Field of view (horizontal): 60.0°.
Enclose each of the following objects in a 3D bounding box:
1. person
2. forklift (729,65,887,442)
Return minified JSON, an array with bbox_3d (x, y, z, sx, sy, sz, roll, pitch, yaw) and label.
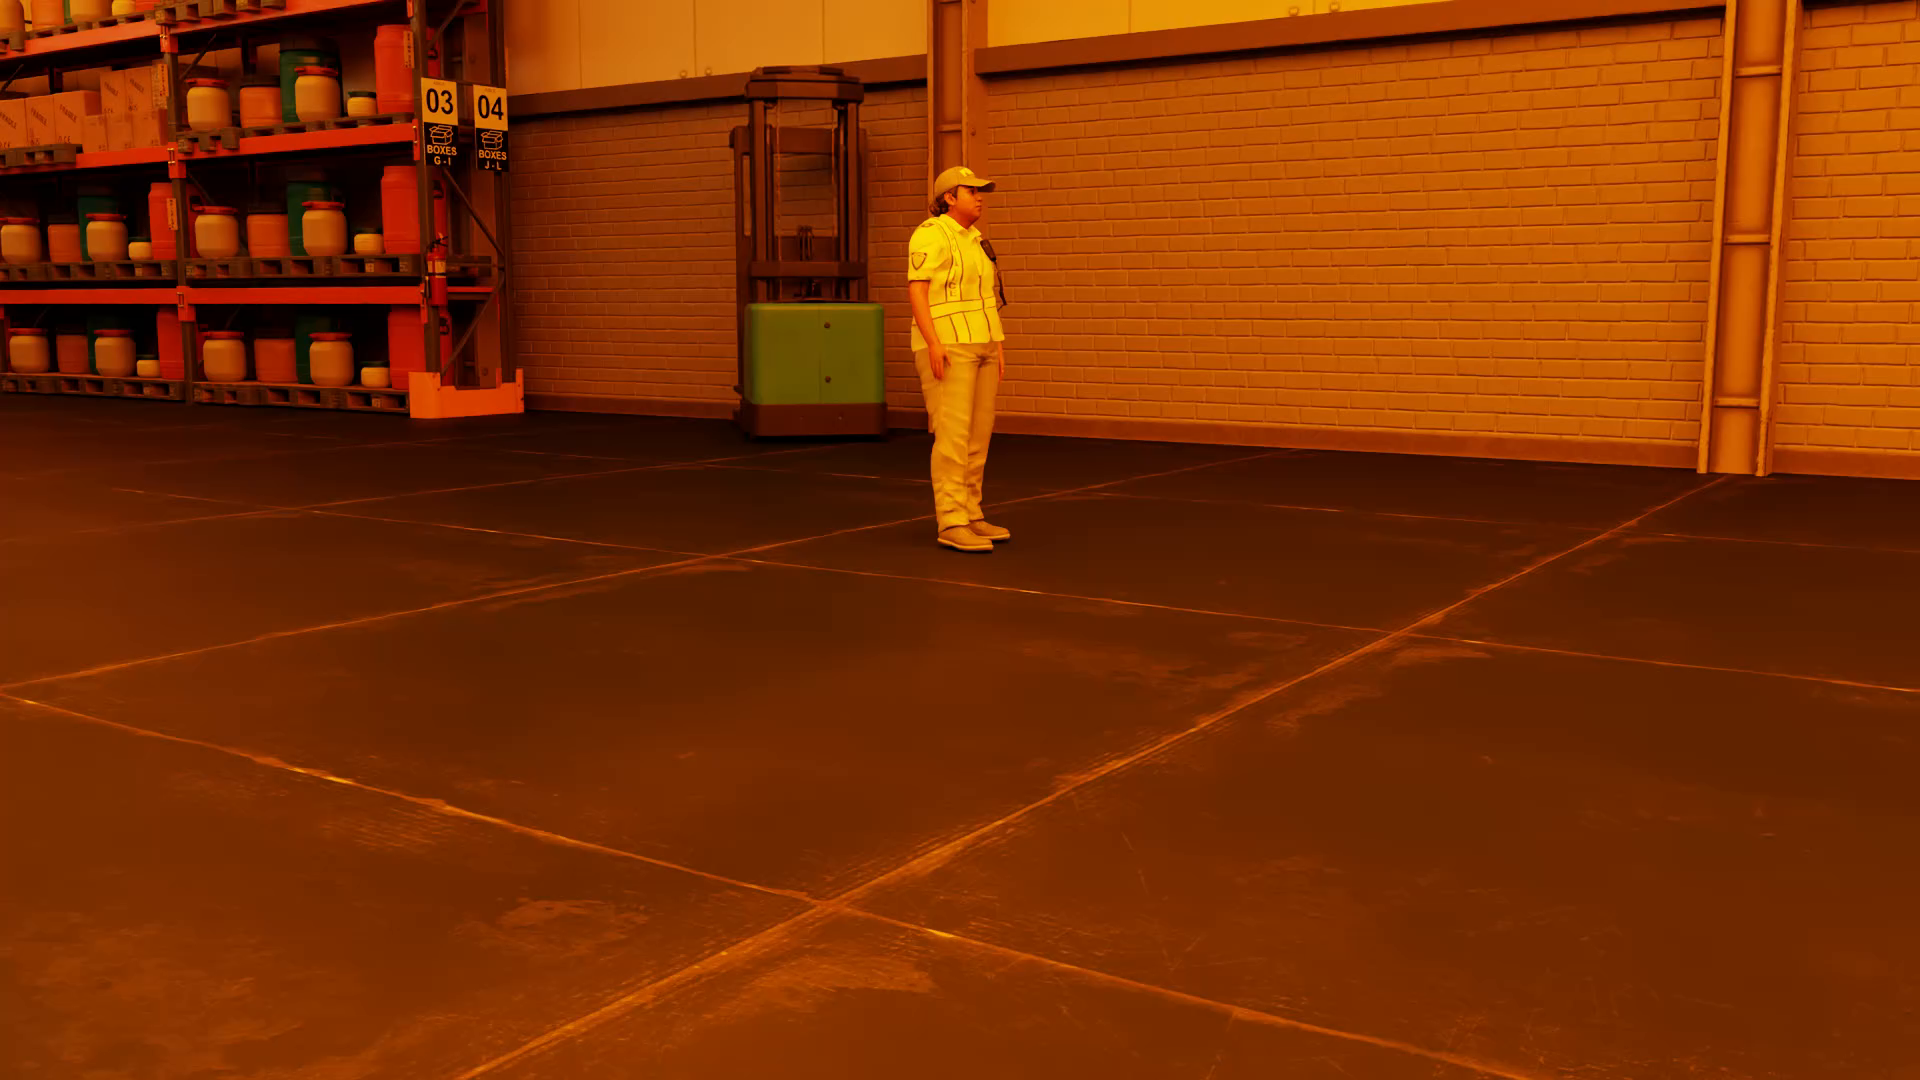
[{"bbox_3d":[0.051,-0.823,7.424,0.529,1.670,0.598,5,10,34],"label":"person"},{"bbox_3d":[-1.353,-2.390,14.001,1.130,2.935,3.031,-2,8,-11],"label":"forklift"}]
